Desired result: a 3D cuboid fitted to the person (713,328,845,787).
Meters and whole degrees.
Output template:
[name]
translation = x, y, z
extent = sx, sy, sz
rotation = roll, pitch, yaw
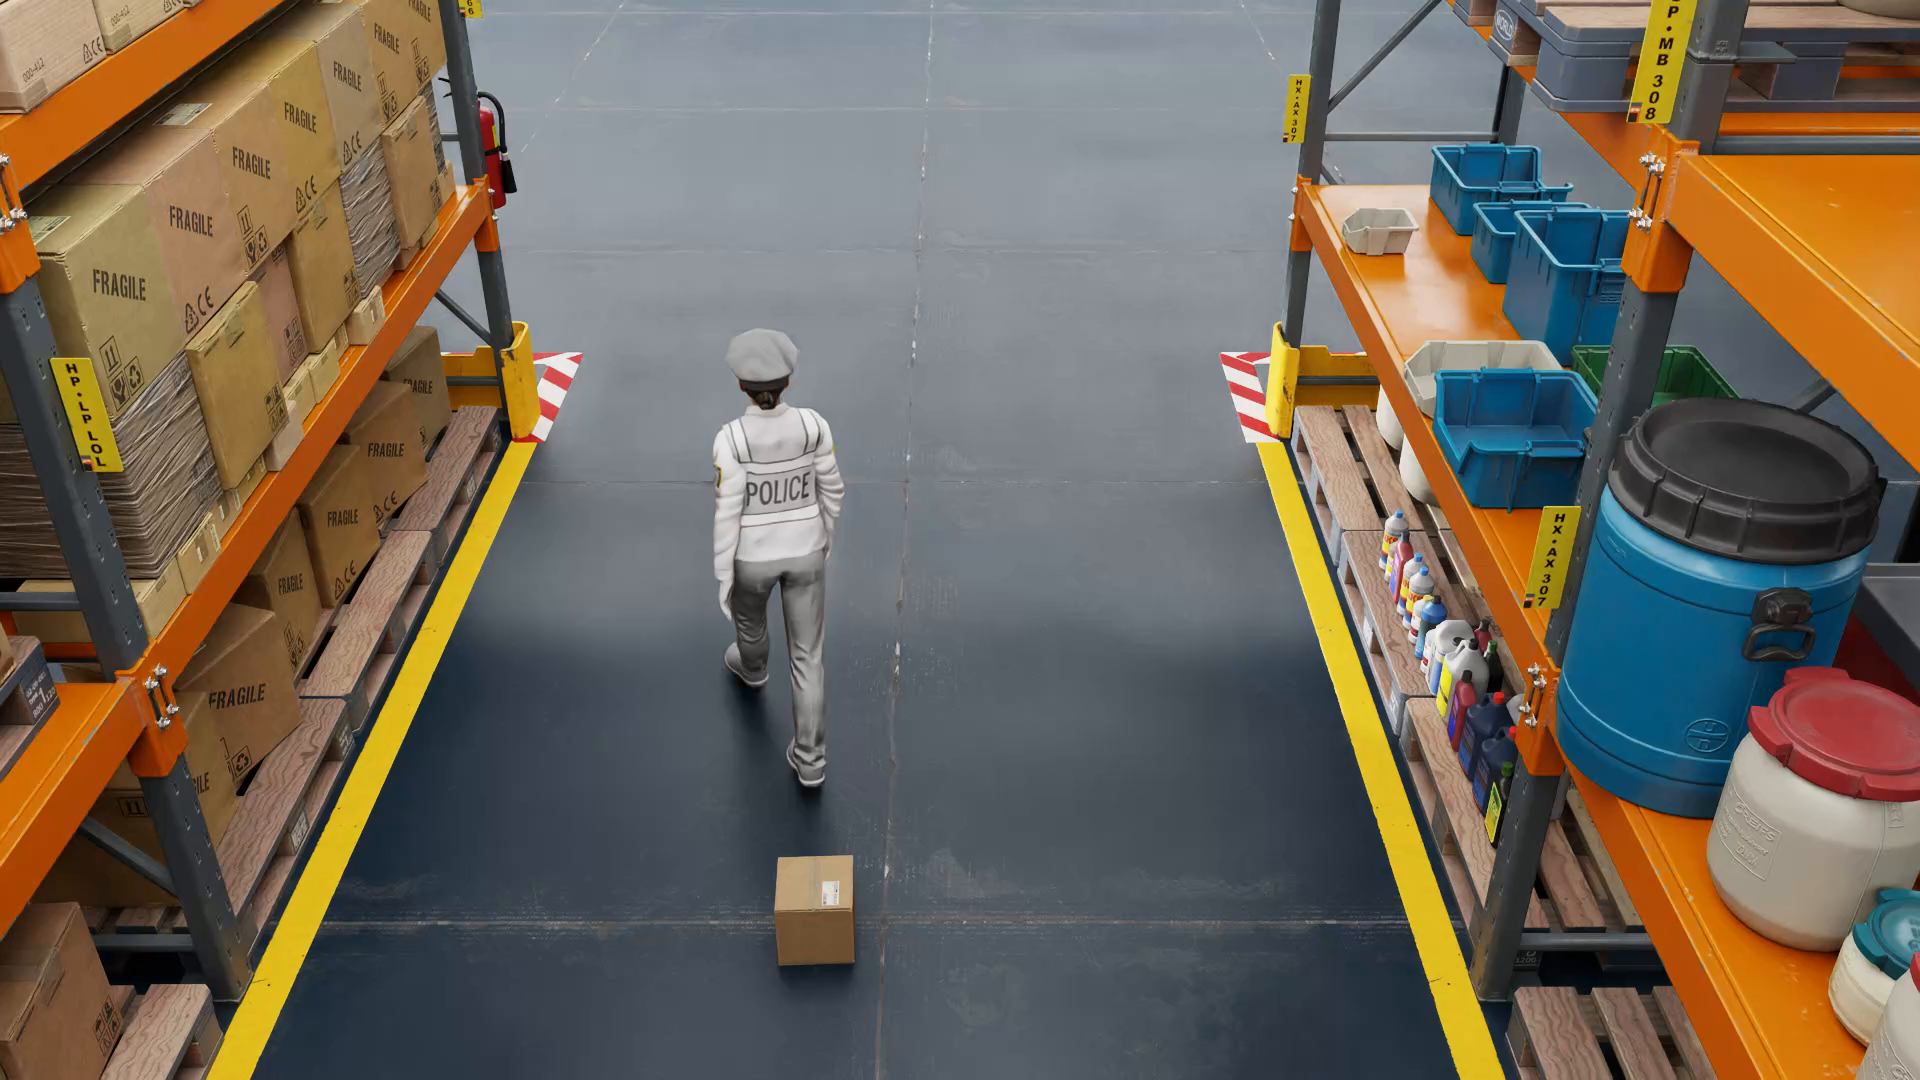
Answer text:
[person]
translation = -0.669, 0.004, 6.095
extent = 0.514, 1.617, 0.963
rotation = -8, 33, -13
